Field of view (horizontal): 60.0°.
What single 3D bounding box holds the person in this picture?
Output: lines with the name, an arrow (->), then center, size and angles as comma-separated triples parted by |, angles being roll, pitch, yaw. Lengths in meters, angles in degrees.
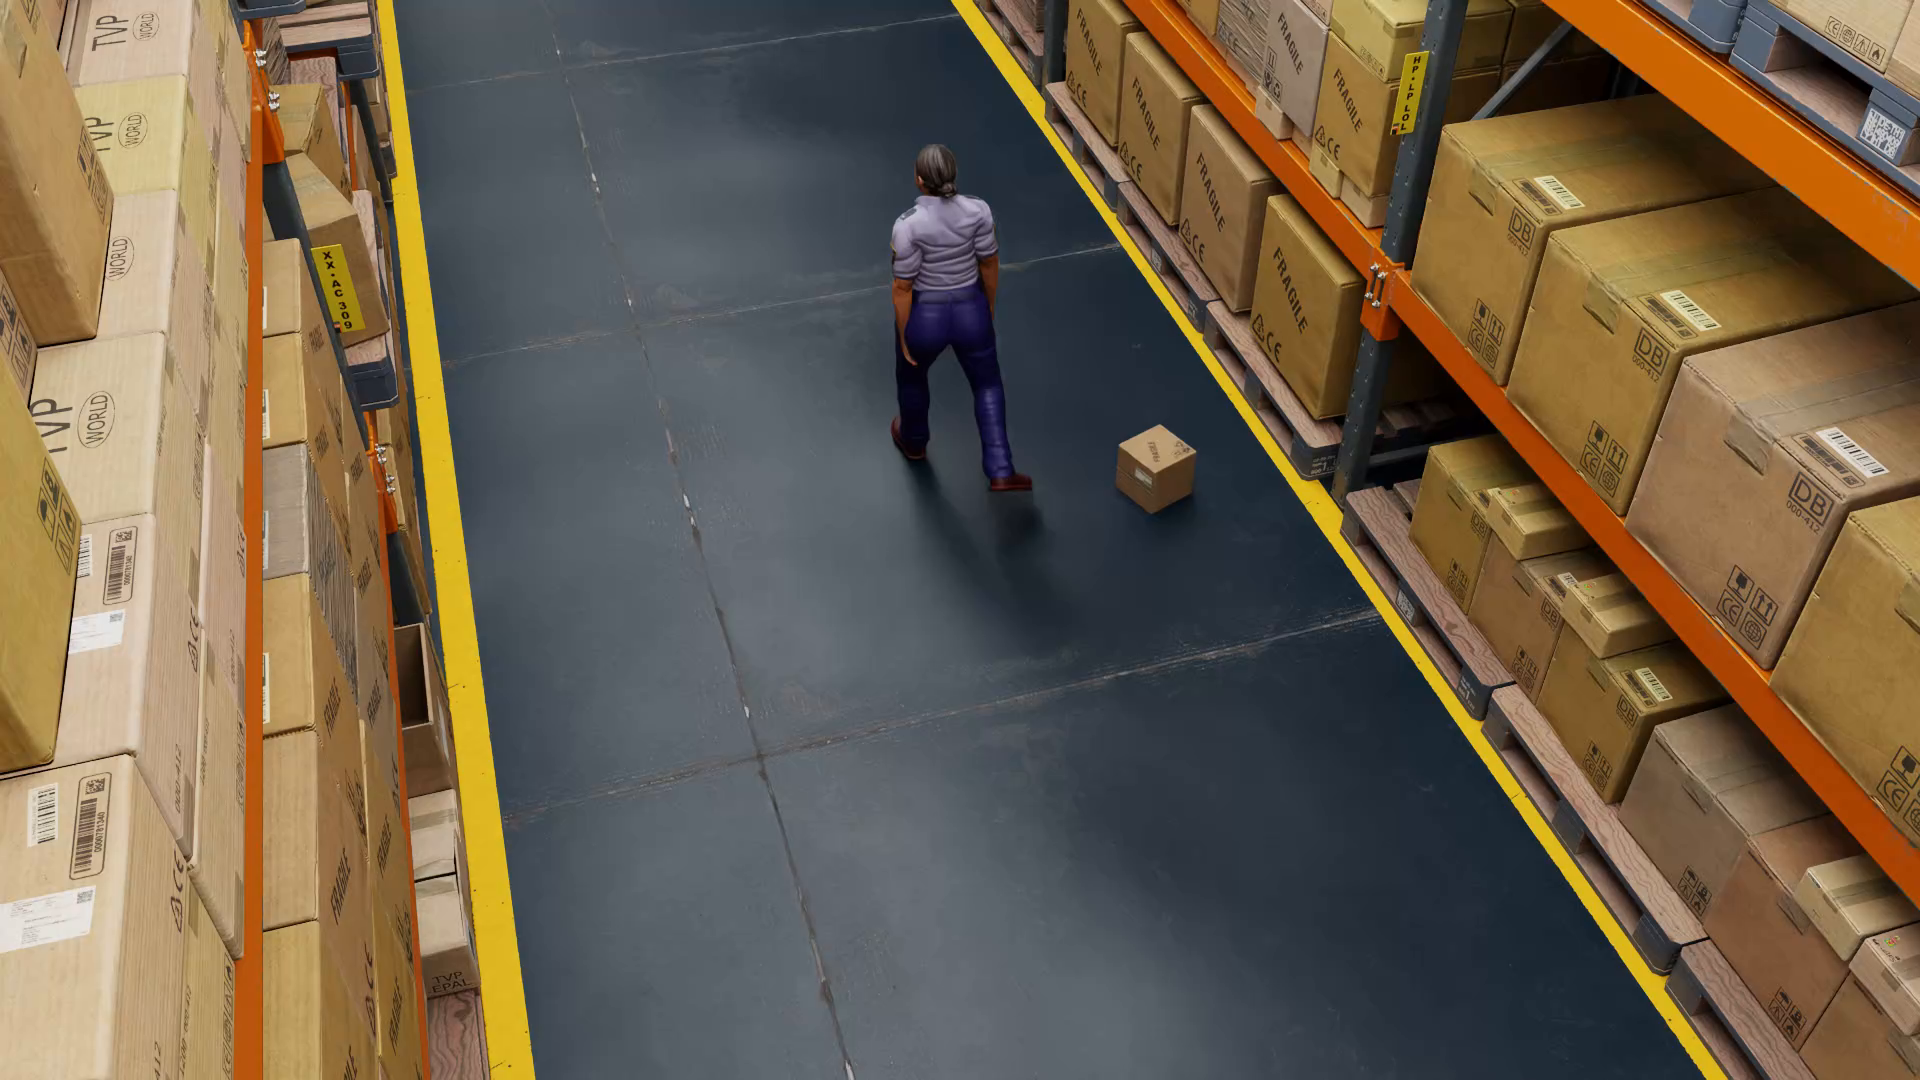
person -> -0.013, -0.913, 7.162 | 0.552, 1.610, 0.843 | -11, 44, -12
